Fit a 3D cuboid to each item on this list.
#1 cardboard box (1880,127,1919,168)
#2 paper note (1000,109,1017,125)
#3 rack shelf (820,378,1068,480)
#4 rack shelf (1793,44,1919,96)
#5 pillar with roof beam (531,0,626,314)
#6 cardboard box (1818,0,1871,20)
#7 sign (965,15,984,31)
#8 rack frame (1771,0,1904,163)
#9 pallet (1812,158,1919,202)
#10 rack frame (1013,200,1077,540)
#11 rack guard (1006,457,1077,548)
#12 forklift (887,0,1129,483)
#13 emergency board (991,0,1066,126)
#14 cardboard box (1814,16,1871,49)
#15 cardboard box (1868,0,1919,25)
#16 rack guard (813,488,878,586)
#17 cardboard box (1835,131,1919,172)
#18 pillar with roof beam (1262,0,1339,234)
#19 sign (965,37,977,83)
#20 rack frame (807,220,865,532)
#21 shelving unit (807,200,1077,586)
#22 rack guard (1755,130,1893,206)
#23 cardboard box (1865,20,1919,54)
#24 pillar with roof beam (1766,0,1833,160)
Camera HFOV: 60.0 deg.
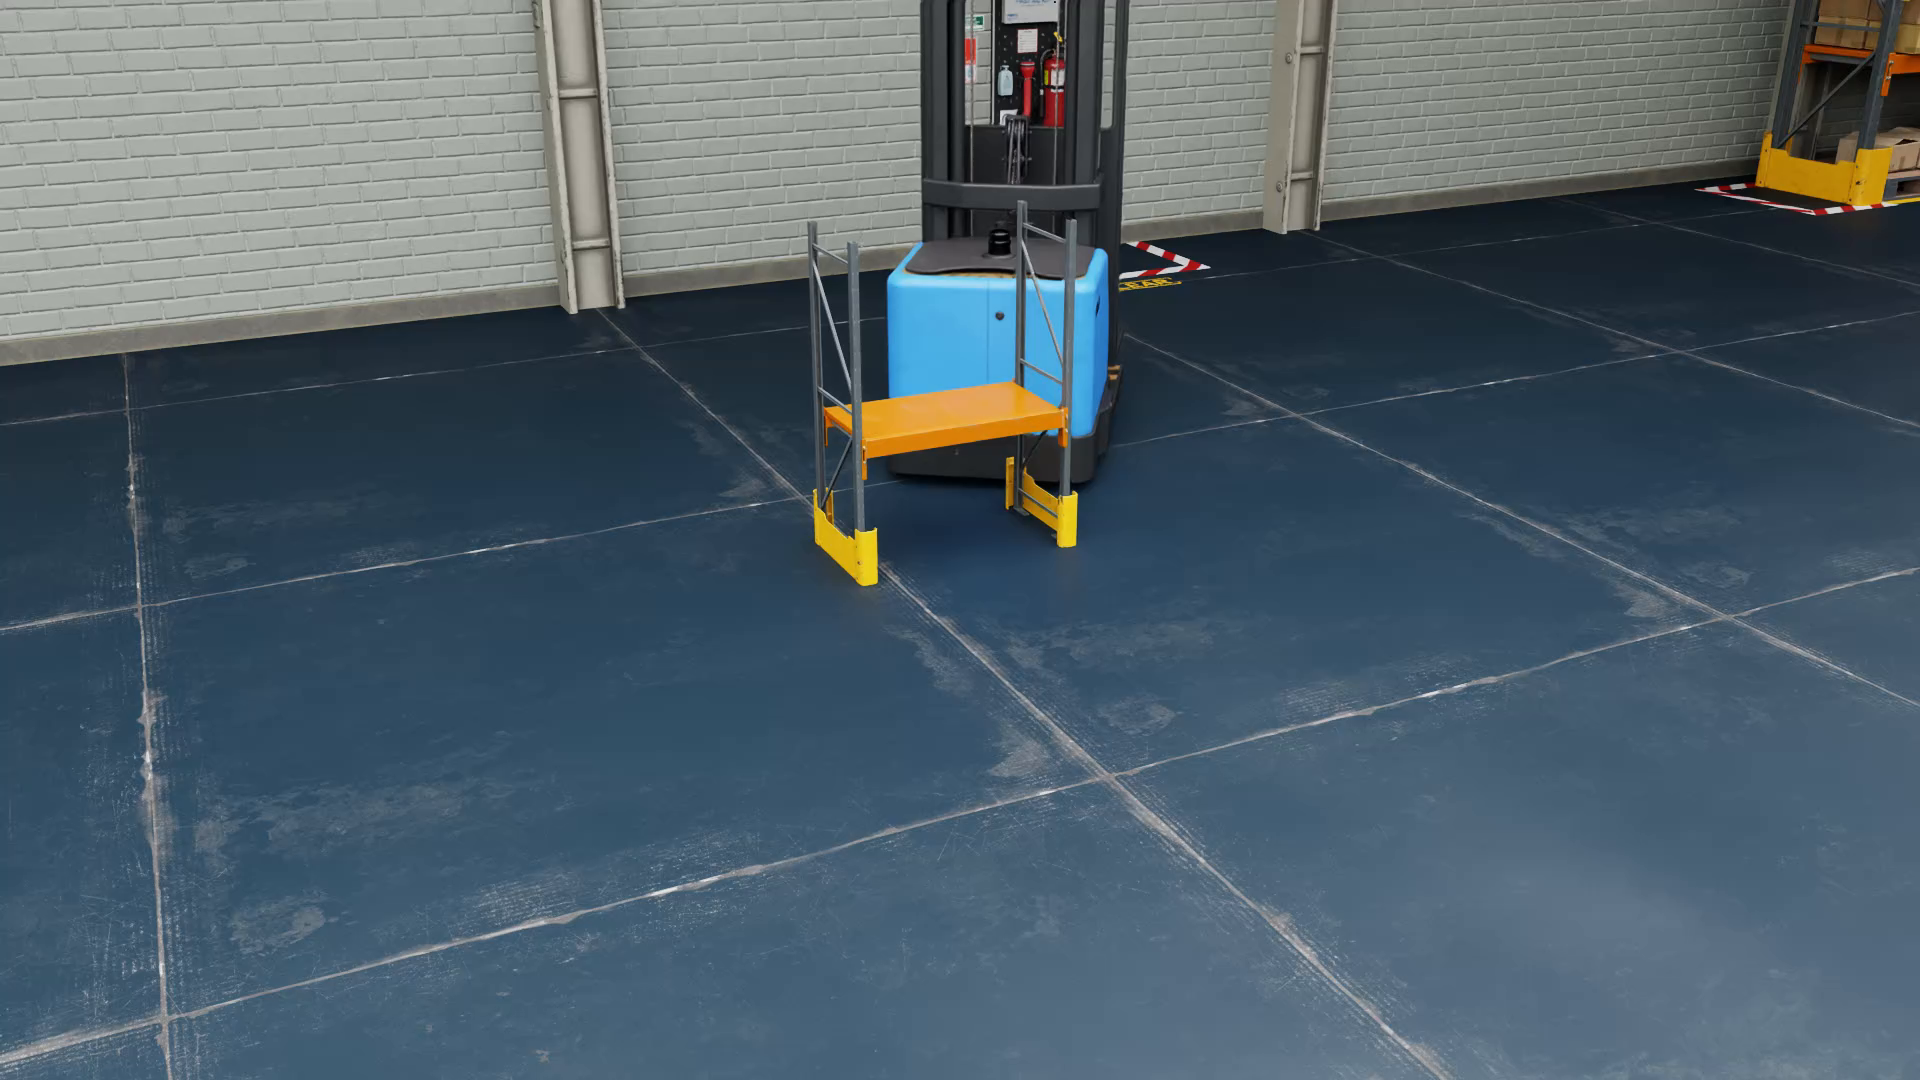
[{"bbox_3d":[9.137,-3.758,15.847,0.500,0.311,0.500,-8,24,-19],"label":"cardboard box"},{"bbox_3d":[0.377,-3.228,12.779,0.142,0.148,0.016,-10,25,-24],"label":"paper note"},{"bbox_3d":[-0.077,-0.513,7.498,1.000,0.185,0.538,-10,25,-24],"label":"rack shelf"},{"bbox_3d":[9.763,-4.618,15.925,4.000,0.370,1.077,-10,25,-24],"label":"rack shelf"},{"bbox_3d":[-0.729,-4.331,6.446,0.400,9.000,9.100,-10,25,-24],"label":"pillar with roof beam"},{"bbox_3d":[8.293,-5.057,15.233,0.500,0.500,0.500,-11,25,-24],"label":"cardboard box"},{"bbox_3d":[0.032,-3.844,12.374,0.331,0.109,0.001,-10,25,-24],"label":"sign"},{"bbox_3d":[7.961,-4.619,14.986,0.127,3.000,1.000,-10,25,-24],"label":"rack frame"},{"bbox_3d":[8.777,-3.465,15.846,1.213,0.211,1.003,-10,25,-24],"label":"pallet"},{"bbox_3d":[0.381,-0.763,7.633,0.032,1.500,0.500,-10,25,-24],"label":"rack frame"},{"bbox_3d":[0.380,-0.185,7.871,0.087,0.250,0.587,-10,25,-24],"label":"rack guard"},{"bbox_3d":[0.373,-2.166,9.151,1.130,2.935,3.031,4,23,8],"label":"forklift"},{"bbox_3d":[0.567,-3.641,12.624,0.643,1.169,0.194,-10,25,-24],"label":"emergency board"},{"bbox_3d":[8.298,-4.703,15.359,0.500,0.250,0.500,-10,25,-23],"label":"cardboard box"},{"bbox_3d":[8.521,-4.881,14.808,0.500,0.500,0.500,-10,25,-24],"label":"cardboard box"},{"bbox_3d":[-0.517,-0.020,7.472,0.087,0.250,0.587,-10,25,-24],"label":"rack guard"},{"bbox_3d":[8.623,-3.663,15.618,0.500,0.311,0.500,-14,26,-30],"label":"cardboard box"},{"bbox_3d":[4.677,-5.326,8.851,0.400,9.000,9.100,-10,25,-24],"label":"pillar with roof beam"},{"bbox_3d":[0.024,-3.601,12.481,0.234,0.329,0.001,-10,25,-24],"label":"sign"},{"bbox_3d":[-0.535,-0.595,7.225,0.032,1.500,0.500,-10,25,-24],"label":"rack frame"},{"bbox_3d":[-0.069,-0.680,7.433,1.083,1.500,0.587,-10,25,-24],"label":"shelving unit"},{"bbox_3d":[8.029,-3.476,15.494,0.348,0.500,1.175,-10,25,-24],"label":"rack guard"},{"bbox_3d":[8.538,-4.530,14.942,0.500,0.250,0.500,-11,25,-25],"label":"cardboard box"},{"bbox_3d":[10.084,-6.321,11.255,0.400,9.000,9.100,-10,25,-24],"label":"pillar with roof beam"}]
